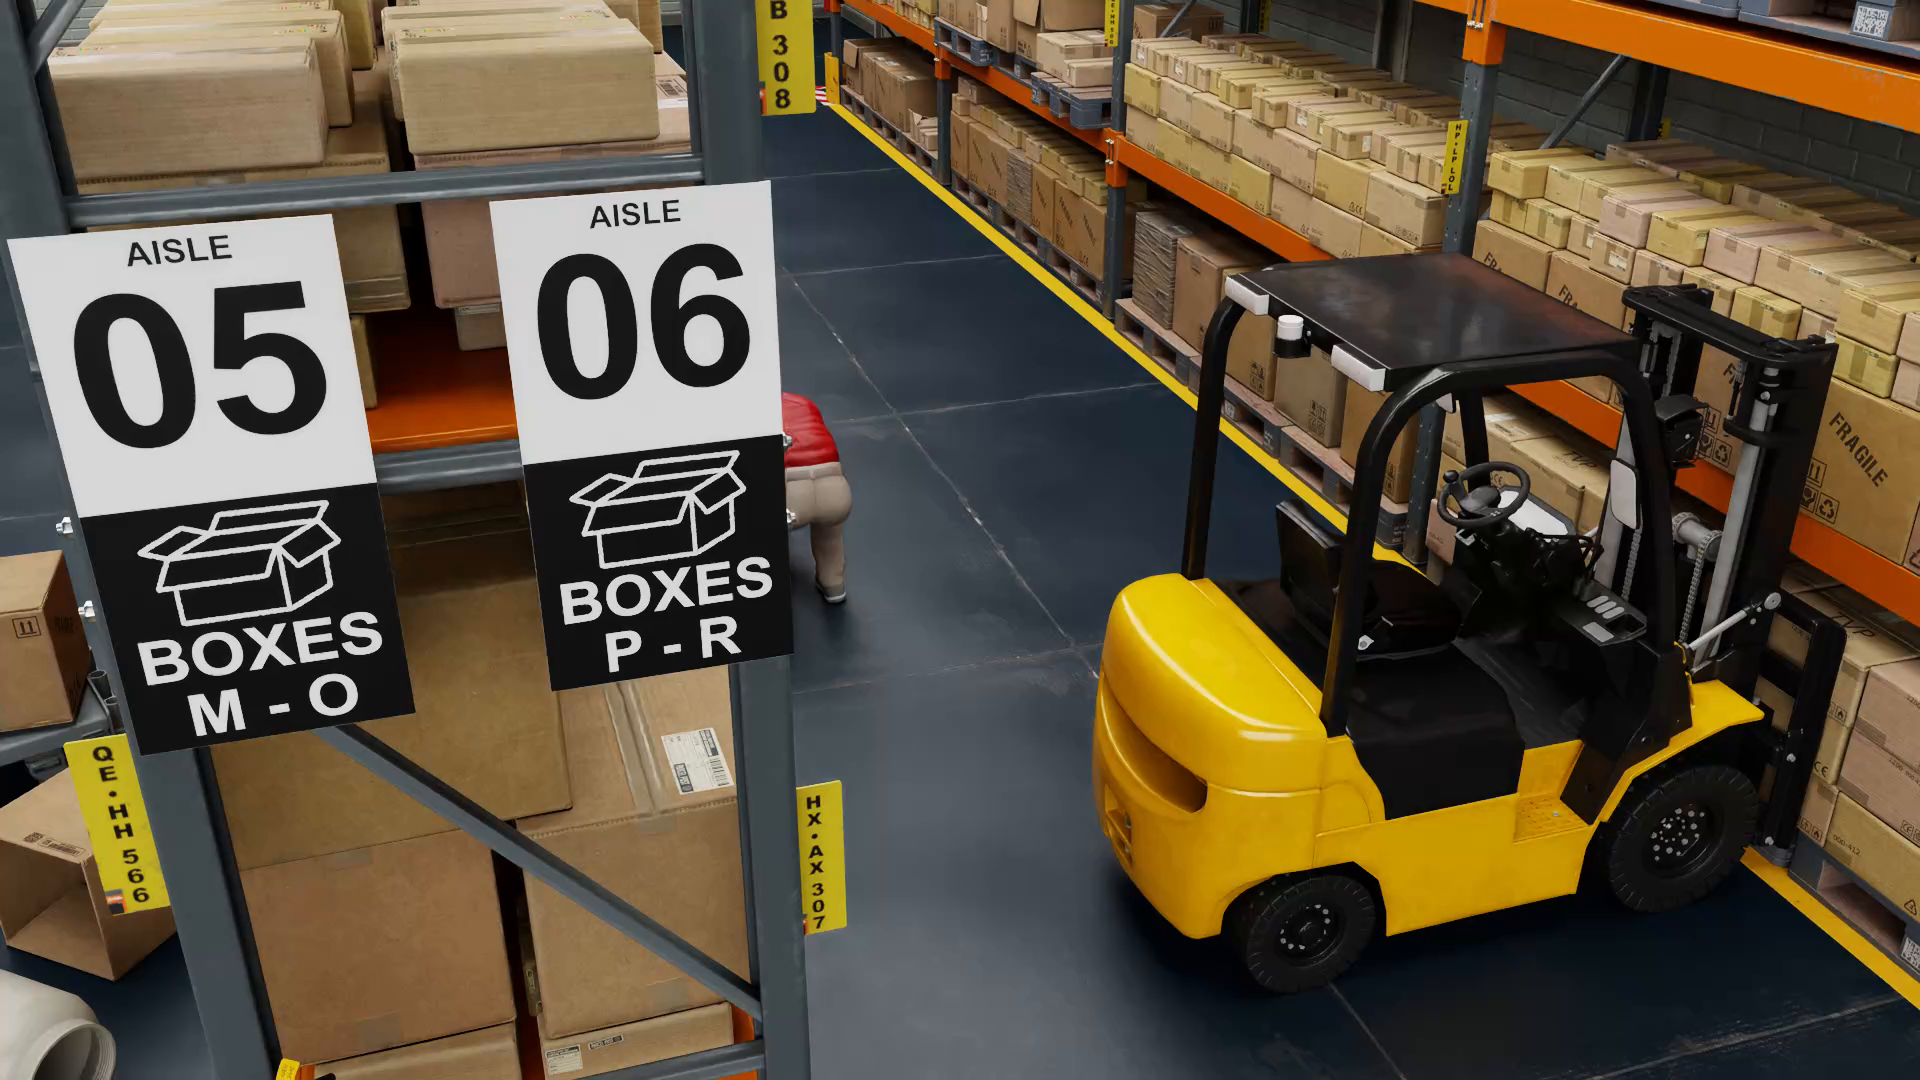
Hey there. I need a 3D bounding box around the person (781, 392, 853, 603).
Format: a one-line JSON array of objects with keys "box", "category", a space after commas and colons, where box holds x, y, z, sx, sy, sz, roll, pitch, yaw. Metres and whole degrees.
[{"box": [-0.824, -0.229, 7.965, 0.536, 0.973, 0.910, -10, 28, -19], "category": "person"}]
